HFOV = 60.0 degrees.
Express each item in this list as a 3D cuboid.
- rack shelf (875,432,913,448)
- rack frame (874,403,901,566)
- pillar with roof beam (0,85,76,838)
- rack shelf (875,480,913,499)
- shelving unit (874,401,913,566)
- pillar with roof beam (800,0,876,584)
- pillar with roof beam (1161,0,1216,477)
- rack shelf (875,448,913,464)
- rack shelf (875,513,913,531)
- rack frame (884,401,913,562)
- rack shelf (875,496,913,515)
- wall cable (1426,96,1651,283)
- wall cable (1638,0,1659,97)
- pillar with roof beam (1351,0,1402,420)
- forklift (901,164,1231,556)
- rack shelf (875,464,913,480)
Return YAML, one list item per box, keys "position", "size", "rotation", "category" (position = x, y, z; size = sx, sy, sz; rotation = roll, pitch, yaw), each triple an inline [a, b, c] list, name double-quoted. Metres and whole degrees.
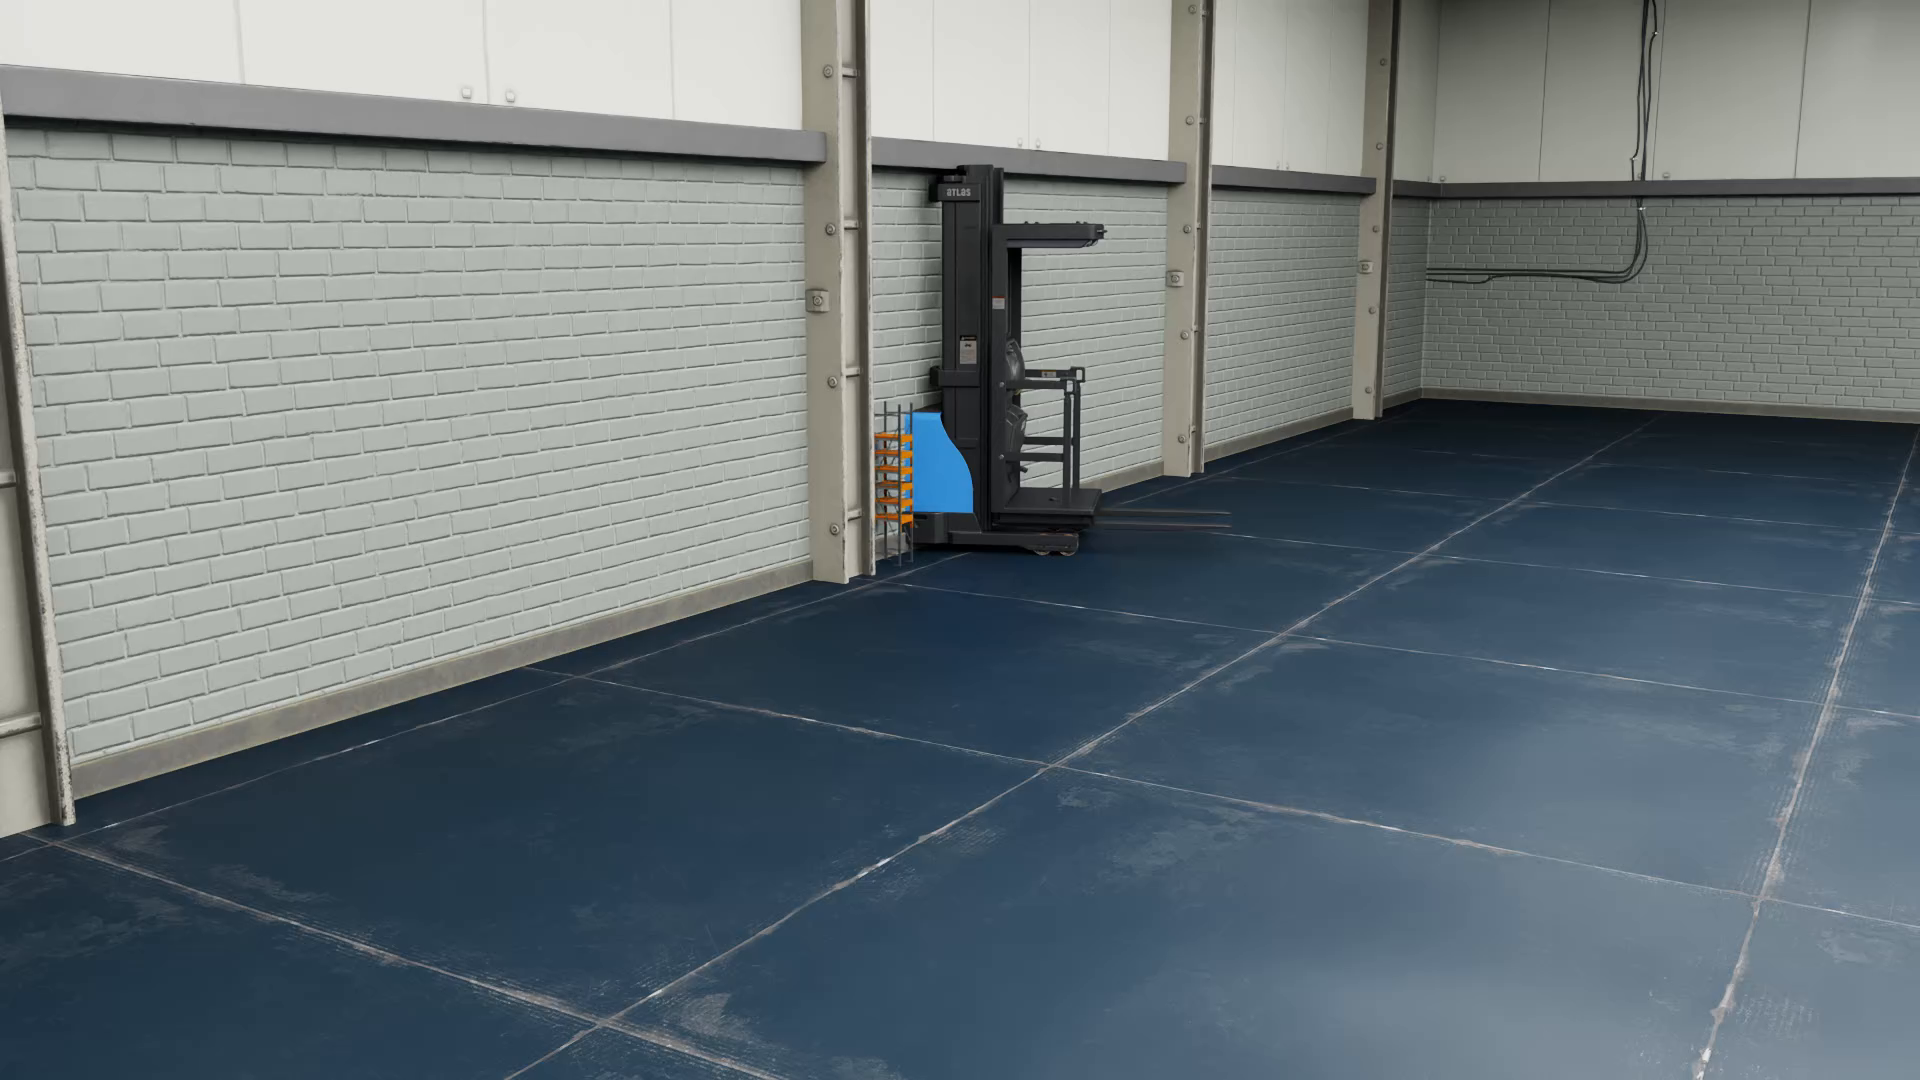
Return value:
- position: [-0.500, -0.731, 12.291]
  size: [0.258, 0.103, 0.180]
  rotation: [5, 11, 26]
  category: "rack shelf"
- position: [-0.542, -0.406, 12.266]
  size: [0.240, 1.200, 0.006]
  rotation: [5, 11, 26]
  category: "rack frame"
- position: [-0.279, -2.805, 3.899]
  size: [9.100, 9.000, 0.400]
  rotation: [6, 12, 31]
  category: "pillar with roof beam"
- position: [-0.502, -0.376, 12.354]
  size: [0.258, 0.103, 0.180]
  rotation: [5, 11, 26]
  category: "rack shelf"
- position: [-0.501, -0.420, 12.346]
  size: [0.258, 1.200, 0.189]
  rotation: [5, 11, 26]
  category: "shelving unit"
- position: [2.836, -3.749, 8.940]
  size: [9.100, 9.000, 0.400]
  rotation: [6, 12, 31]
  category: "pillar with roof beam"
- position: [5.951, -4.693, 13.980]
  size: [9.100, 9.000, 0.400]
  rotation: [6, 12, 31]
  category: "pillar with roof beam"
- position: [-0.501, -0.613, 12.312]
  size: [0.258, 0.103, 0.180]
  rotation: [5, 11, 26]
  category: "rack shelf"
- position: [-0.503, -0.140, 12.396]
  size: [0.258, 0.103, 0.180]
  rotation: [5, 11, 26]
  category: "rack shelf"
- position: [-0.461, -0.434, 12.427]
  size: [0.240, 1.200, 0.006]
  rotation: [5, 11, 26]
  category: "rack frame"
- position: [-0.502, -0.258, 12.375]
  size: [0.258, 0.103, 0.180]
  rotation: [5, 11, 26]
  category: "rack shelf"
- position: [8.047, -4.858, 23.303]
  size: [3.097, 2.526, 0.112]
  rotation: [6, 12, 31]
  category: "wall cable"
- position: [10.359, -7.082, 21.458]
  size: [3.097, 2.526, 0.112]
  rotation: [6, 12, 31]
  category: "wall cable"
- position: [9.066, -5.636, 19.021]
  size: [9.100, 9.000, 0.400]
  rotation: [6, 12, 31]
  category: "pillar with roof beam"
- position: [0.620, -1.424, 13.011]
  size: [3.031, 2.935, 1.130]
  rotation: [2, 11, 8]
  category: "forklift"
- position: [-0.501, -0.494, 12.333]
  size: [0.258, 0.103, 0.180]
  rotation: [5, 11, 26]
  category: "rack shelf"
